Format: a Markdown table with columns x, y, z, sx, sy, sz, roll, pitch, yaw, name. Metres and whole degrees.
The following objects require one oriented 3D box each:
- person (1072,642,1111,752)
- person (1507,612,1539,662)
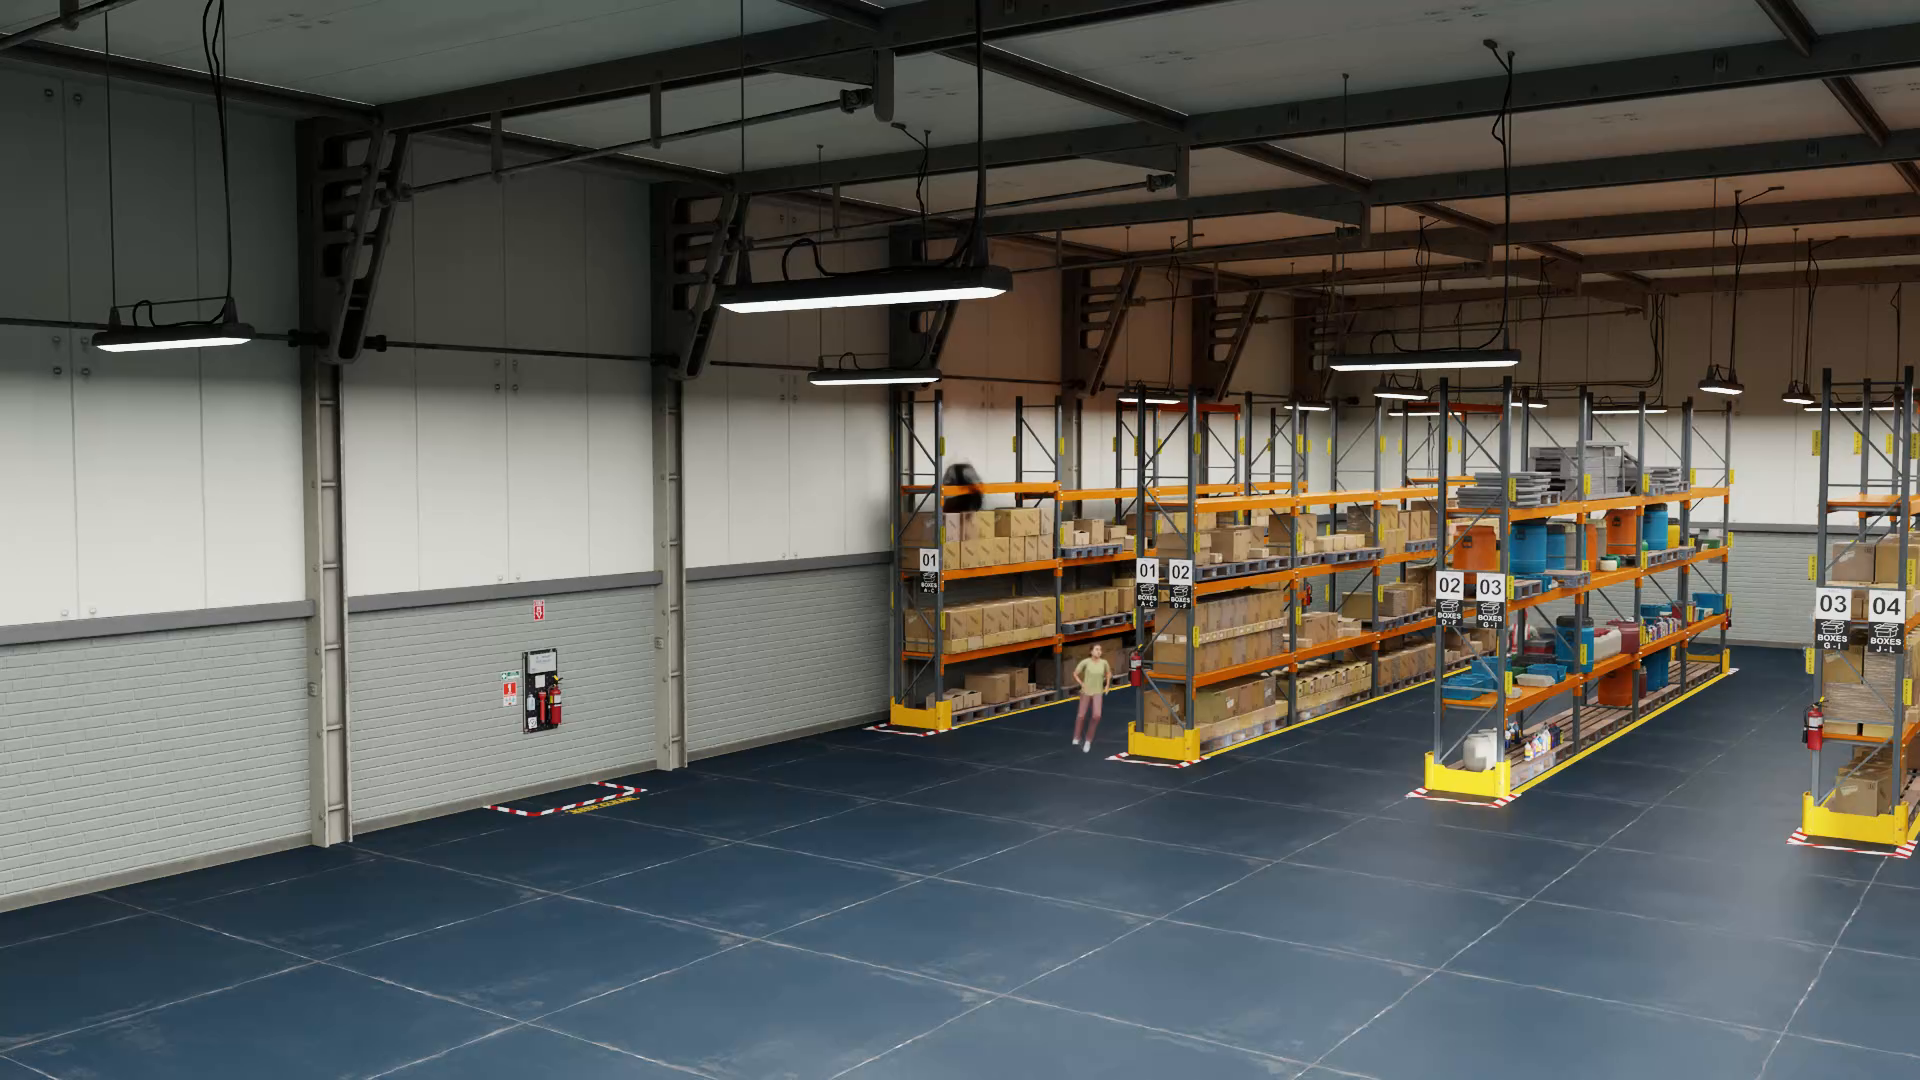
| x | y | z | sx | sy | sz | roll | pitch | yaw | name |
| --- | --- | --- | --- | --- | --- | --- | --- | --- | --- |
| 2.086 | 2.454 | 26.115 | 0.636 | 1.706 | 0.612 | 0 | 3 | -5 | person |
| 11.217 | 2.278 | 33.196 | 0.670 | 1.752 | 0.611 | 2 | 4 | 27 | person |
